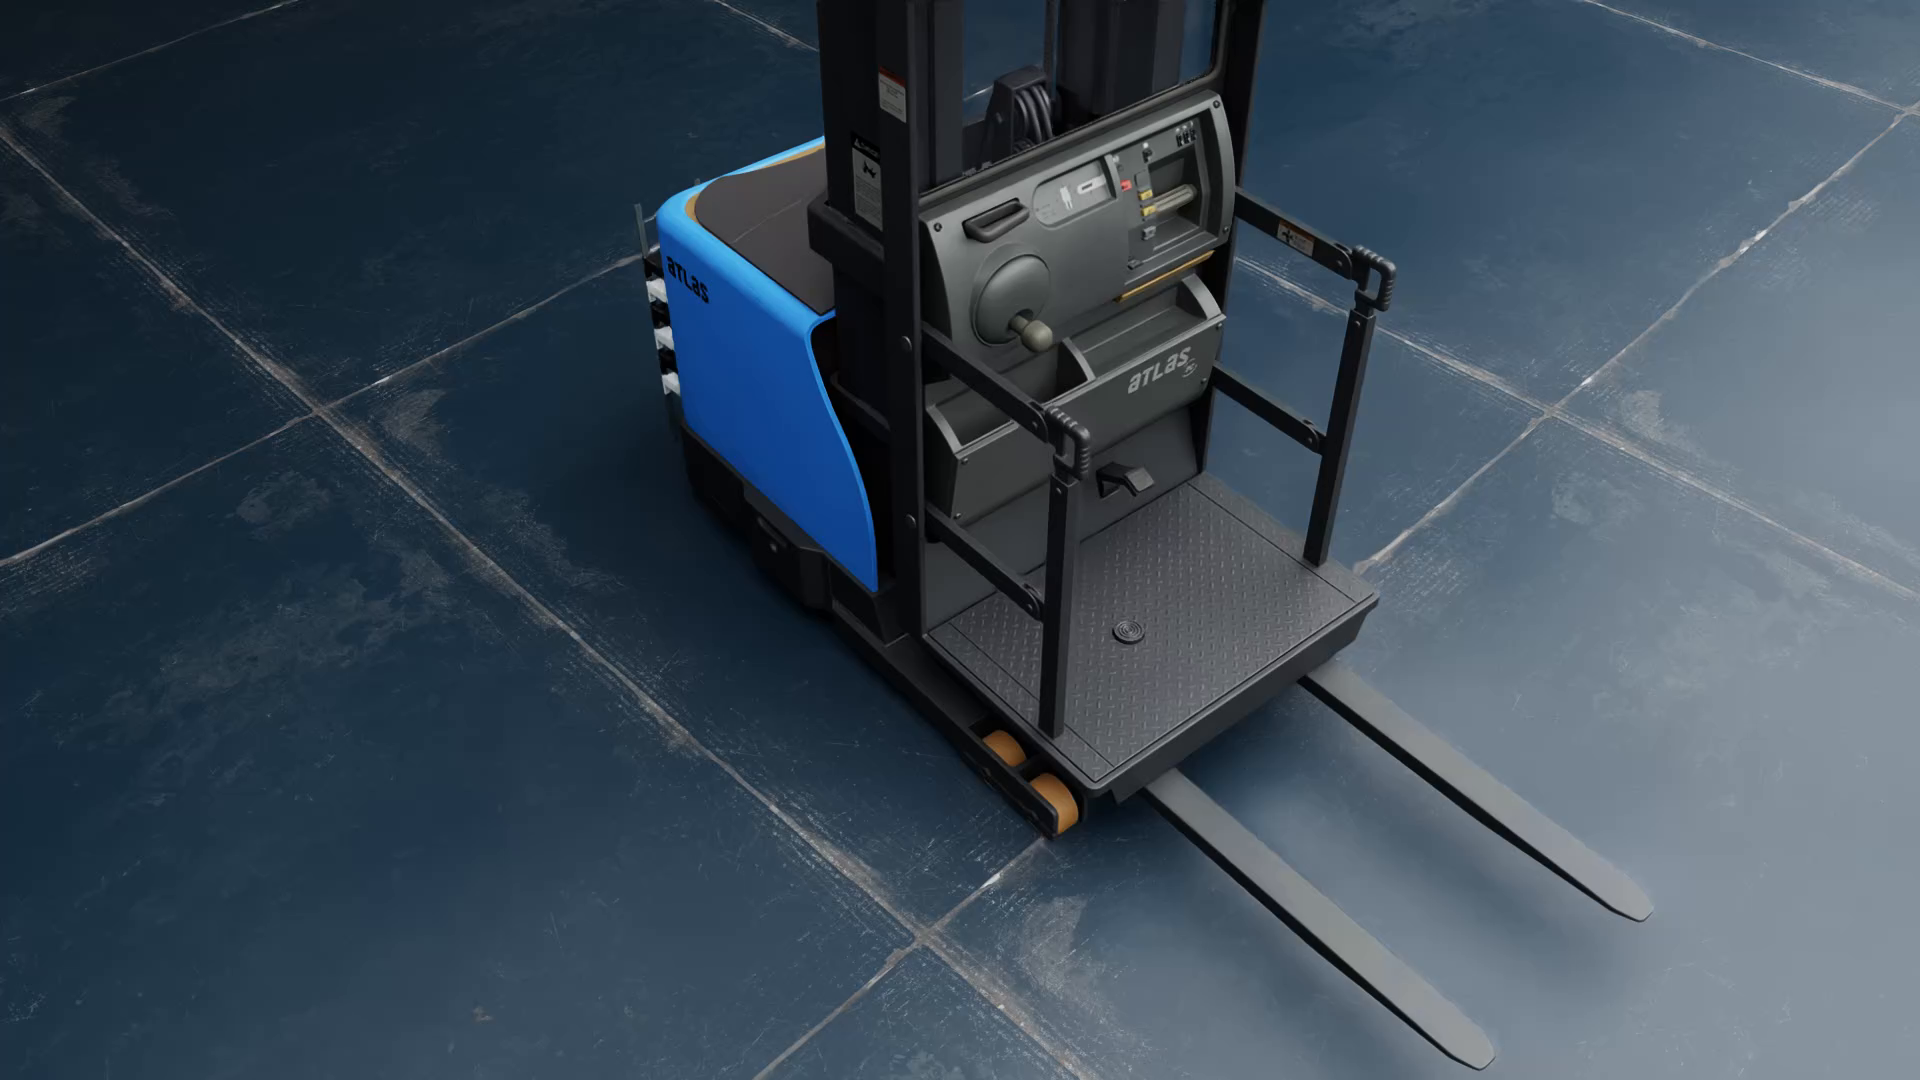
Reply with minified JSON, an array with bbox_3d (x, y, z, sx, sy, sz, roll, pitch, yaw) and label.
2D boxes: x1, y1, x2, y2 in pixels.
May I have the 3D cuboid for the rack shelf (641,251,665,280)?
[{"bbox_3d":[-0.821,-0.853,5.158,0.258,0.077,0.200,-32,50,-30],"label":"rack shelf"}]

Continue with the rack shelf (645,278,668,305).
[{"bbox_3d":[-0.820,-0.786,5.218,0.258,0.077,0.200,-32,50,-30],"label":"rack shelf"}]

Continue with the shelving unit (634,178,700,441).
[{"bbox_3d":[-0.818,-0.677,5.316,0.258,0.900,0.210,-32,50,-30],"label":"shelving unit"}]

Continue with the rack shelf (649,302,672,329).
[{"bbox_3d":[-0.819,-0.719,5.278,0.258,0.077,0.200,-32,50,-30],"label":"rack shelf"}]

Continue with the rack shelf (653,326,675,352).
[{"bbox_3d":[-0.818,-0.652,5.338,0.258,0.077,0.200,-32,50,-30],"label":"rack shelf"}]

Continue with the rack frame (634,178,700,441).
[{"bbox_3d":[-0.887,-0.726,5.372,0.240,0.900,0.006,-32,50,-30],"label":"rack frame"}]

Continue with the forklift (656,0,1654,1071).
[{"bbox_3d":[0.442,-0.682,3.829,1.130,2.935,3.031,-29,50,-28],"label":"forklift"}]

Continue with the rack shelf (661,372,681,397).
[{"bbox_3d":[-0.815,-0.518,5.458,0.258,0.077,0.200,-32,50,-30],"label":"rack shelf"}]

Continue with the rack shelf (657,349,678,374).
[{"bbox_3d":[-0.817,-0.585,5.398,0.258,0.077,0.200,-32,50,-30],"label":"rack shelf"}]
